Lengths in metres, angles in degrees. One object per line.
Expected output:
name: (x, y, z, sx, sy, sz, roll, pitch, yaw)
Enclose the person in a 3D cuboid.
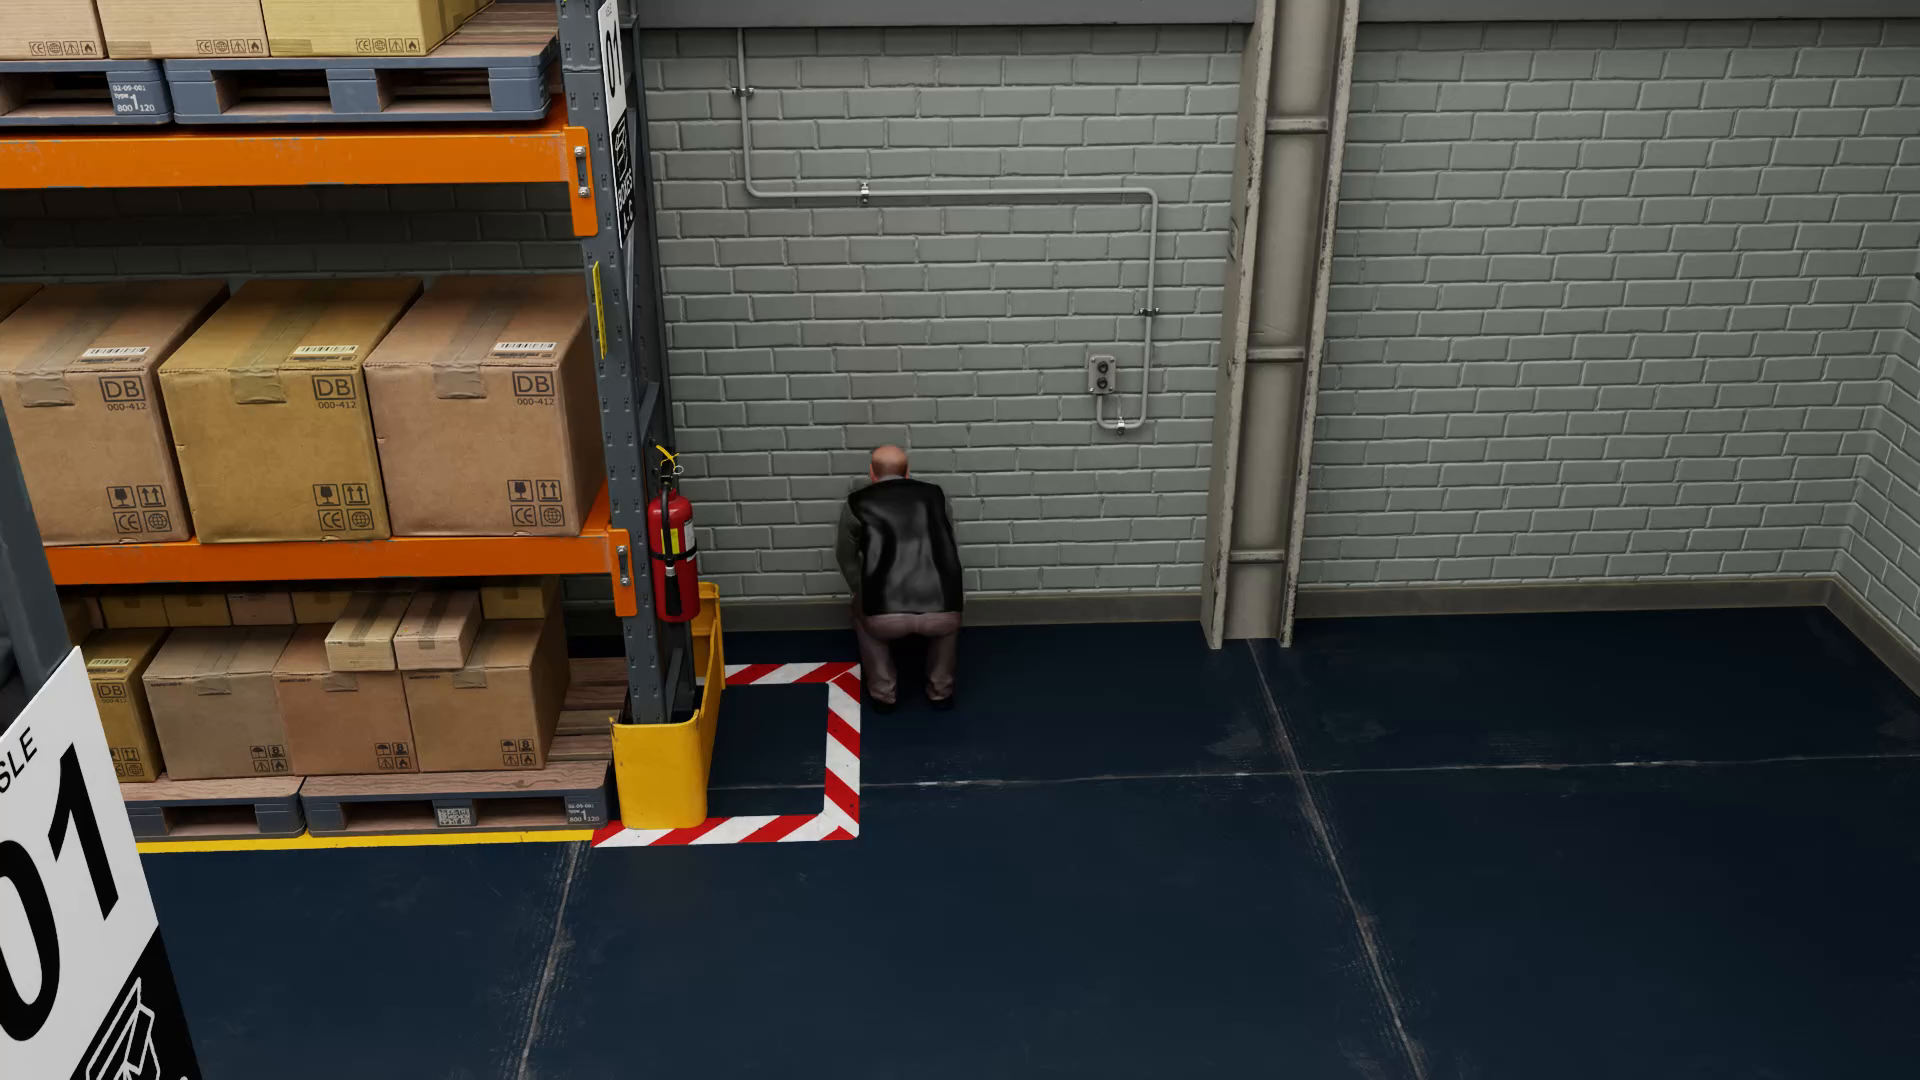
person: (-0.269, 0.200, 7.459, 0.558, 1.082, 0.831, -2, 27, -5)
